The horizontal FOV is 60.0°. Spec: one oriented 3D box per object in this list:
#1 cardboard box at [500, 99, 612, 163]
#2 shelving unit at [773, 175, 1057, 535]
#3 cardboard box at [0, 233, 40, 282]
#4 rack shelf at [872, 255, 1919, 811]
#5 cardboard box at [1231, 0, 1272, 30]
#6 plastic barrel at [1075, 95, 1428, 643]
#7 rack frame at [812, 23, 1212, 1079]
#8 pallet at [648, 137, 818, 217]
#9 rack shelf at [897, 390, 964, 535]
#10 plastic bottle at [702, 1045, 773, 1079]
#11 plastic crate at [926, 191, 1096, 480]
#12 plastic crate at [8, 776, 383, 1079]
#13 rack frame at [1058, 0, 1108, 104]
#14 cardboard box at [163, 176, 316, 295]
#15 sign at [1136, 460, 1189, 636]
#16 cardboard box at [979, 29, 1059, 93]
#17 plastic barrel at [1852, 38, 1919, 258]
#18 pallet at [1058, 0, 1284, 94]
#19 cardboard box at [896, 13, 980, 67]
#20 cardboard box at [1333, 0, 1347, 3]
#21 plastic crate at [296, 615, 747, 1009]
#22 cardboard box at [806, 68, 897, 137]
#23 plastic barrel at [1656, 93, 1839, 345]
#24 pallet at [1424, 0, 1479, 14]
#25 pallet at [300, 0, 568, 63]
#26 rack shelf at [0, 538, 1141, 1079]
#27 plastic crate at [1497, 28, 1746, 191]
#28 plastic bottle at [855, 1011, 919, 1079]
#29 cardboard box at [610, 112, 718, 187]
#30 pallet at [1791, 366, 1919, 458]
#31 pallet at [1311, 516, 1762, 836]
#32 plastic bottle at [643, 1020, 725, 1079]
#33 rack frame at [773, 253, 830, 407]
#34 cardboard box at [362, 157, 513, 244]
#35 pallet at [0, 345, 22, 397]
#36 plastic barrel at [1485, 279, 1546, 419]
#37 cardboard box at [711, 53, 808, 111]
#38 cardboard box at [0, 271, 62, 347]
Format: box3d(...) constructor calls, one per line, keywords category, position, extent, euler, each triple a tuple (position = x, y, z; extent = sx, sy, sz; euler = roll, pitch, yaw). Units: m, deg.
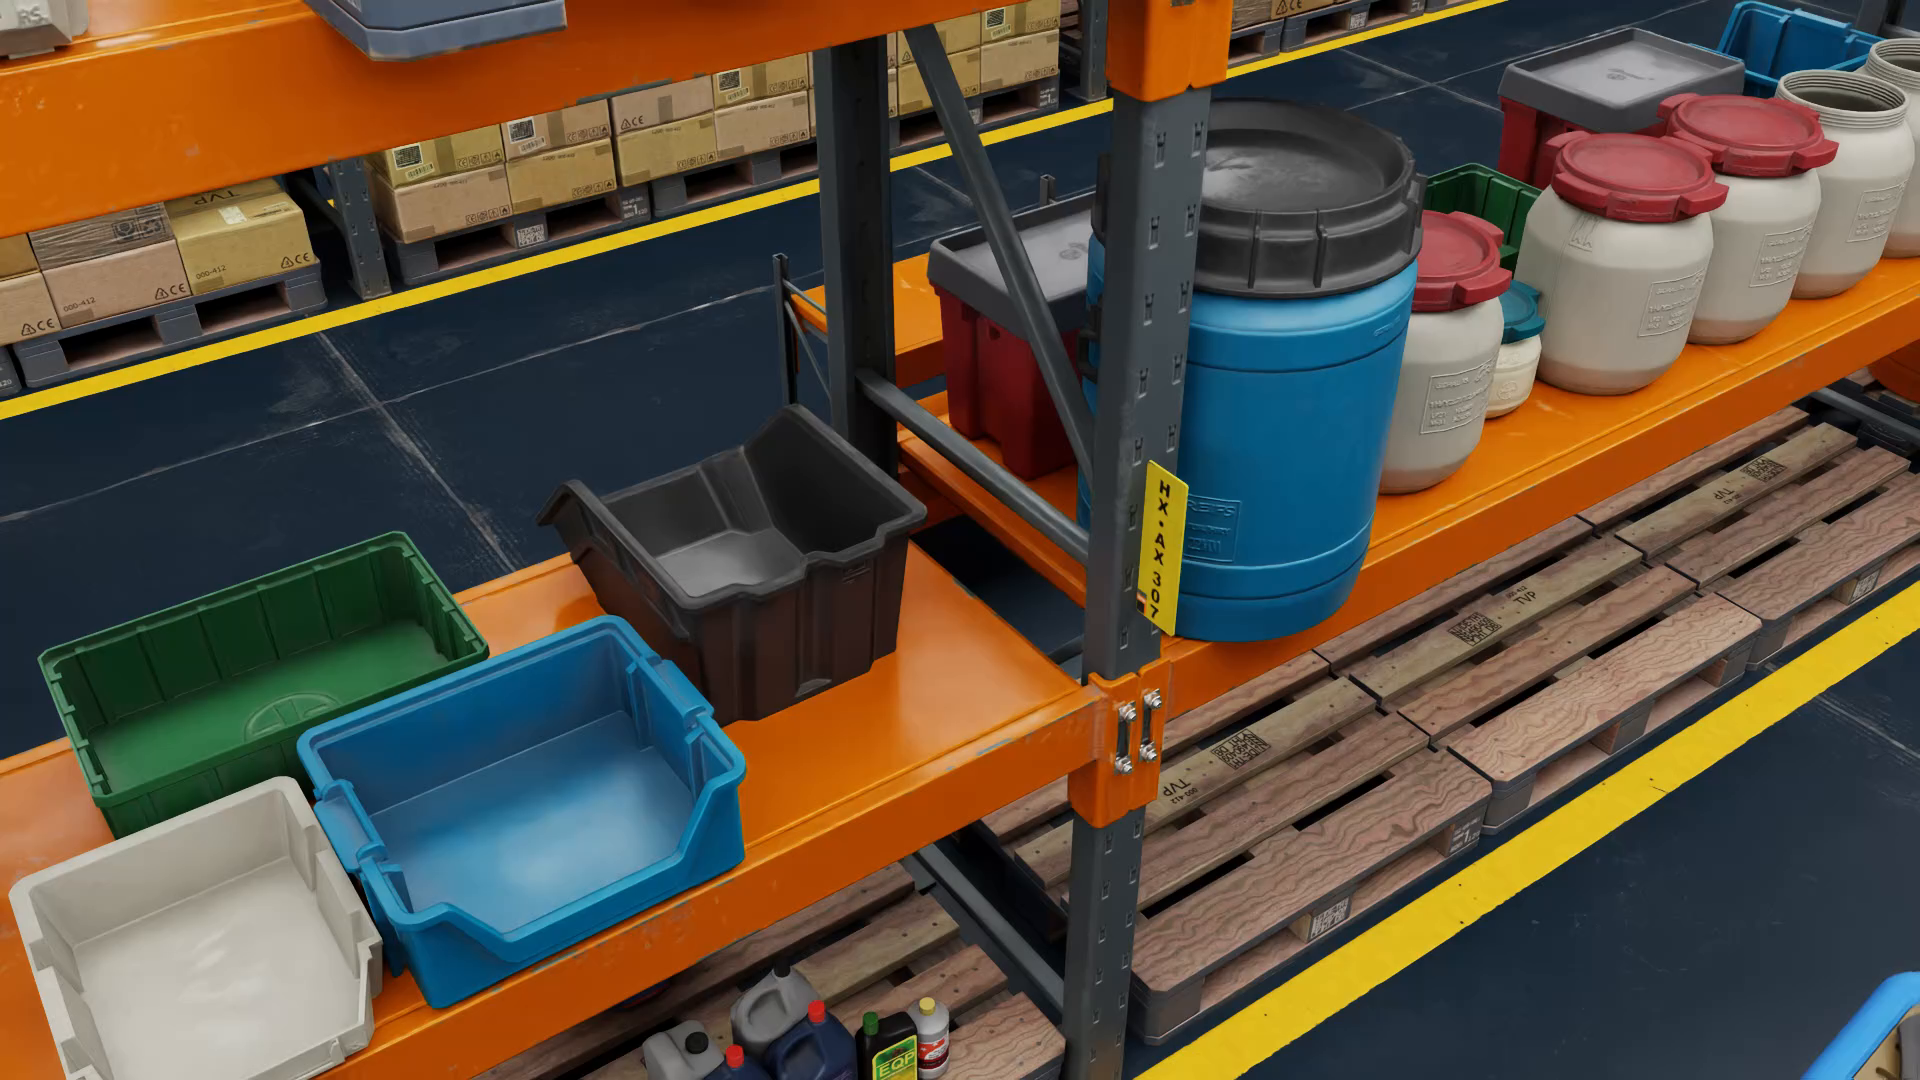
box3d(category="cardboard box", position=(-1.911, -1.969, 7.434), extent=(0.500, 0.311, 0.500), euler=(-23, 42, -28))
box3d(category="shelving unit", position=(0.006, -0.459, 5.425), extent=(1.048, 1.125, 0.538), euler=(-22, 41, -28))
box3d(category="cardboard box", position=(-3.880, -1.267, 6.296), extent=(0.500, 0.500, 0.500), euler=(-22, 41, -28))
box3d(category="rack shelf", position=(1.680, -0.517, 4.516), extent=(4.000, 0.370, 1.077), euler=(-22, 41, -28))
box3d(category="cardboard box", position=(1.426, -3.206, 9.403), extent=(0.500, 0.500, 0.500), euler=(-24, 42, -29))
box3d(category="plastic barrel", position=(0.536, -0.325, 3.204), extent=(0.708, 0.901, 0.600), euler=(-22, 41, -28))
box3d(category="rack frame", position=(0.045, -0.136, 3.370), extent=(0.127, 3.000, 1.000), euler=(-22, 41, -28))
box3d(category="pallet", position=(-1.227, -2.049, 8.418), extent=(1.213, 0.211, 1.003), euler=(-22, 41, -28))
box3d(category="rack shelf", position=(0.006, -0.260, 5.567), extent=(1.000, 0.278, 0.538), euler=(-22, 41, -28))
box3d(category="plastic bottle", position=(-0.472, 1.179, 3.433), extent=(0.185, 0.351, 0.144), euler=(-25, 42, -30))
box3d(category="plastic crate", position=(0.265, -0.471, 3.781), extent=(0.583, 0.464, 0.402), euler=(-22, 41, -28))
box3d(category="plastic crate", position=(-1.136, 0.638, 2.520), extent=(0.437, 0.136, 0.530), euler=(-22, 41, -28))
box3d(category="rack frame", position=(0.465, -3.847, 8.530), extent=(0.127, 3.000, 1.000), euler=(-22, 41, -28))
box3d(category="cardboard box", position=(-3.058, -1.296, 6.978), extent=(0.500, 0.250, 0.500), euler=(-22, 41, -28))
box3d(category="sign", position=(0.353, 0.018, 2.919), extent=(0.005, 0.325, 0.100), euler=(-22, 41, -28))
box3d(category="cardboard box", position=(0.175, -2.608, 8.802), extent=(0.500, 0.250, 0.500), euler=(-21, 41, -27))
box3d(category="plastic barrel", position=(2.597, -1.079, 4.586), extent=(0.421, 0.512, 0.421), euler=(0, 36, 0))
box3d(category="pallet", position=(1.097, -2.948, 9.668), extent=(1.213, 0.211, 1.003), euler=(-22, 41, -28))
box3d(category="cardboard box", position=(-0.243, -2.657, 8.391), extent=(0.500, 0.311, 0.500), euler=(-23, 42, -29))
box3d(category="cardboard box", position=(2.263, -3.551, 9.882), extent=(0.500, 0.500, 0.500), euler=(-24, 42, -29))
box3d(category="plastic crate", position=(-0.703, 0.426, 2.716), extent=(0.616, 0.251, 0.499), euler=(-22, 41, -28))
box3d(category="cardboard box", position=(-0.657, -2.265, 8.326), extent=(0.500, 0.250, 0.500), euler=(-21, 41, -27))
box3d(category="plastic barrel", position=(1.907, -0.801, 4.178), extent=(0.433, 0.535, 0.433), euler=(0, 36, 0))
box3d(category="pallet", position=(3.091, -3.769, 10.809), extent=(1.213, 0.211, 1.003), euler=(-22, 41, -28))
box3d(category="pallet", position=(-0.488, -0.988, 2.147), extent=(1.003, 0.211, 1.213), euler=(-22, 41, -28))
box3d(category="rack shelf", position=(-1.589, 0.829, 2.645), extent=(4.000, 0.370, 1.077), euler=(-22, 41, -28))
box3d(category="plastic crate", position=(1.818, -1.110, 4.670), extent=(0.583, 0.464, 0.402), euler=(-22, 41, -28))
box3d(category="plastic bottle", position=(-0.158, 1.107, 3.591), extent=(0.133, 0.283, 0.061), euler=(-20, 40, -26))
box3d(category="cardboard box", position=(-1.492, -1.920, 7.846), extent=(0.500, 0.250, 0.500), euler=(-24, 42, -29))
box3d(category="pallet", position=(3.935, -0.635, 6.452), extent=(1.213, 0.211, 1.003), euler=(-22, 41, -28))
box3d(category="pallet", position=(1.663, 0.300, 5.152), extent=(1.213, 0.211, 1.003), euler=(-22, 41, -28))
box3d(category="plastic bottle", position=(-0.578, 1.147, 3.542), extent=(0.135, 0.276, 0.152), euler=(-22, 41, -28))
box3d(category="rack frame", position=(-0.410, -0.288, 5.187), extent=(0.032, 1.125, 0.500), euler=(-22, 41, -28))
box3d(category="cardboard box", position=(-2.333, -1.573, 7.364), extent=(0.500, 0.250, 0.500), euler=(-23, 42, -29))
box3d(category="pallet", position=(-4.477, -0.709, 6.555), extent=(1.213, 0.211, 1.003), euler=(-22, 41, -28))
box3d(category="plastic barrel", position=(1.216, -0.452, 3.928), extent=(0.301, 0.262, 0.301), euler=(0, 36, 0))
box3d(category="cardboard box", position=(-1.068, -2.321, 7.923), extent=(0.500, 0.311, 0.500), euler=(-21, 41, -27))
box3d(category="cardboard box", position=(-3.873, -0.957, 6.507), extent=(0.500, 0.250, 0.500), euler=(-22, 41, -28))
